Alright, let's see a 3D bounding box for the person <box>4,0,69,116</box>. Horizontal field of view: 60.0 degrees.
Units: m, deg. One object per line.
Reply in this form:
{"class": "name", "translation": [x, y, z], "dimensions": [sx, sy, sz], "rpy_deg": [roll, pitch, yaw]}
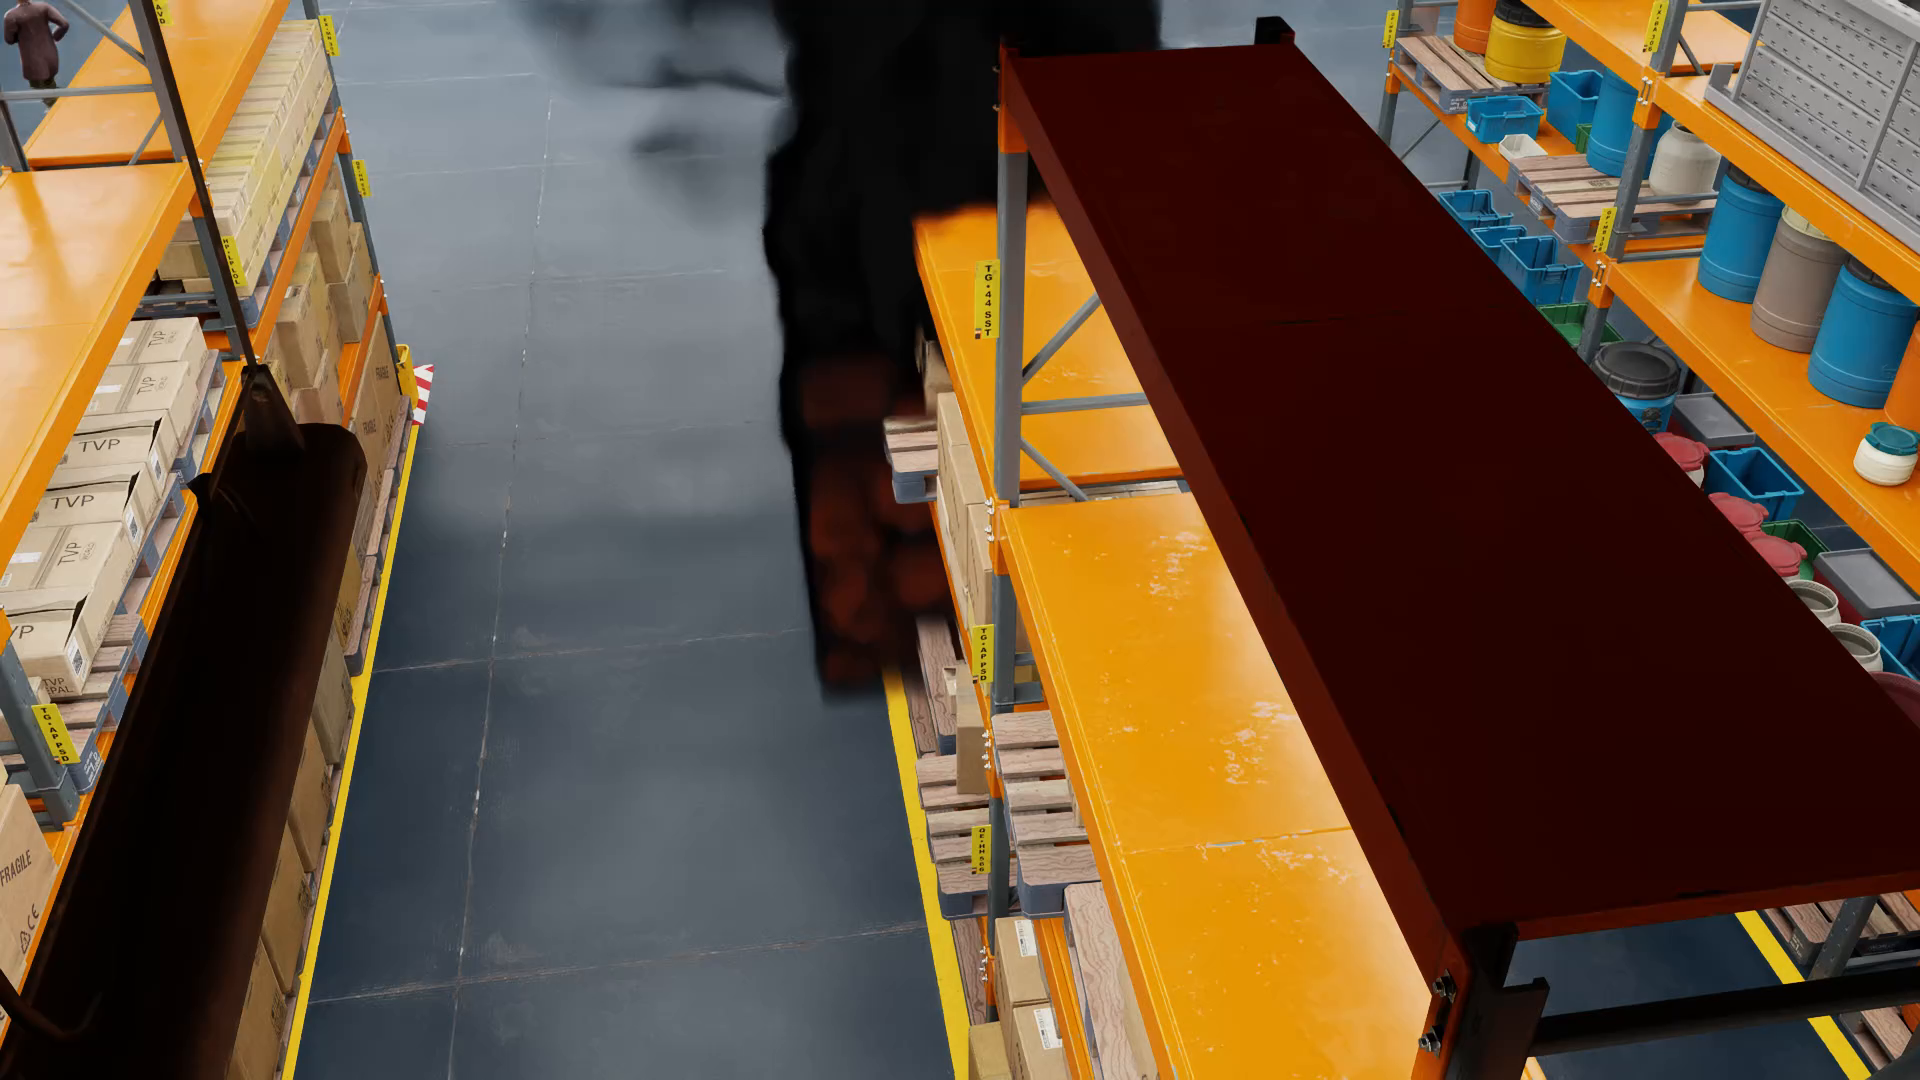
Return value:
{"class": "person", "translation": [-10.961, -5.781, 19.851], "dimensions": [0.897, 1.745, 0.720], "rpy_deg": [25, 43, 30]}
